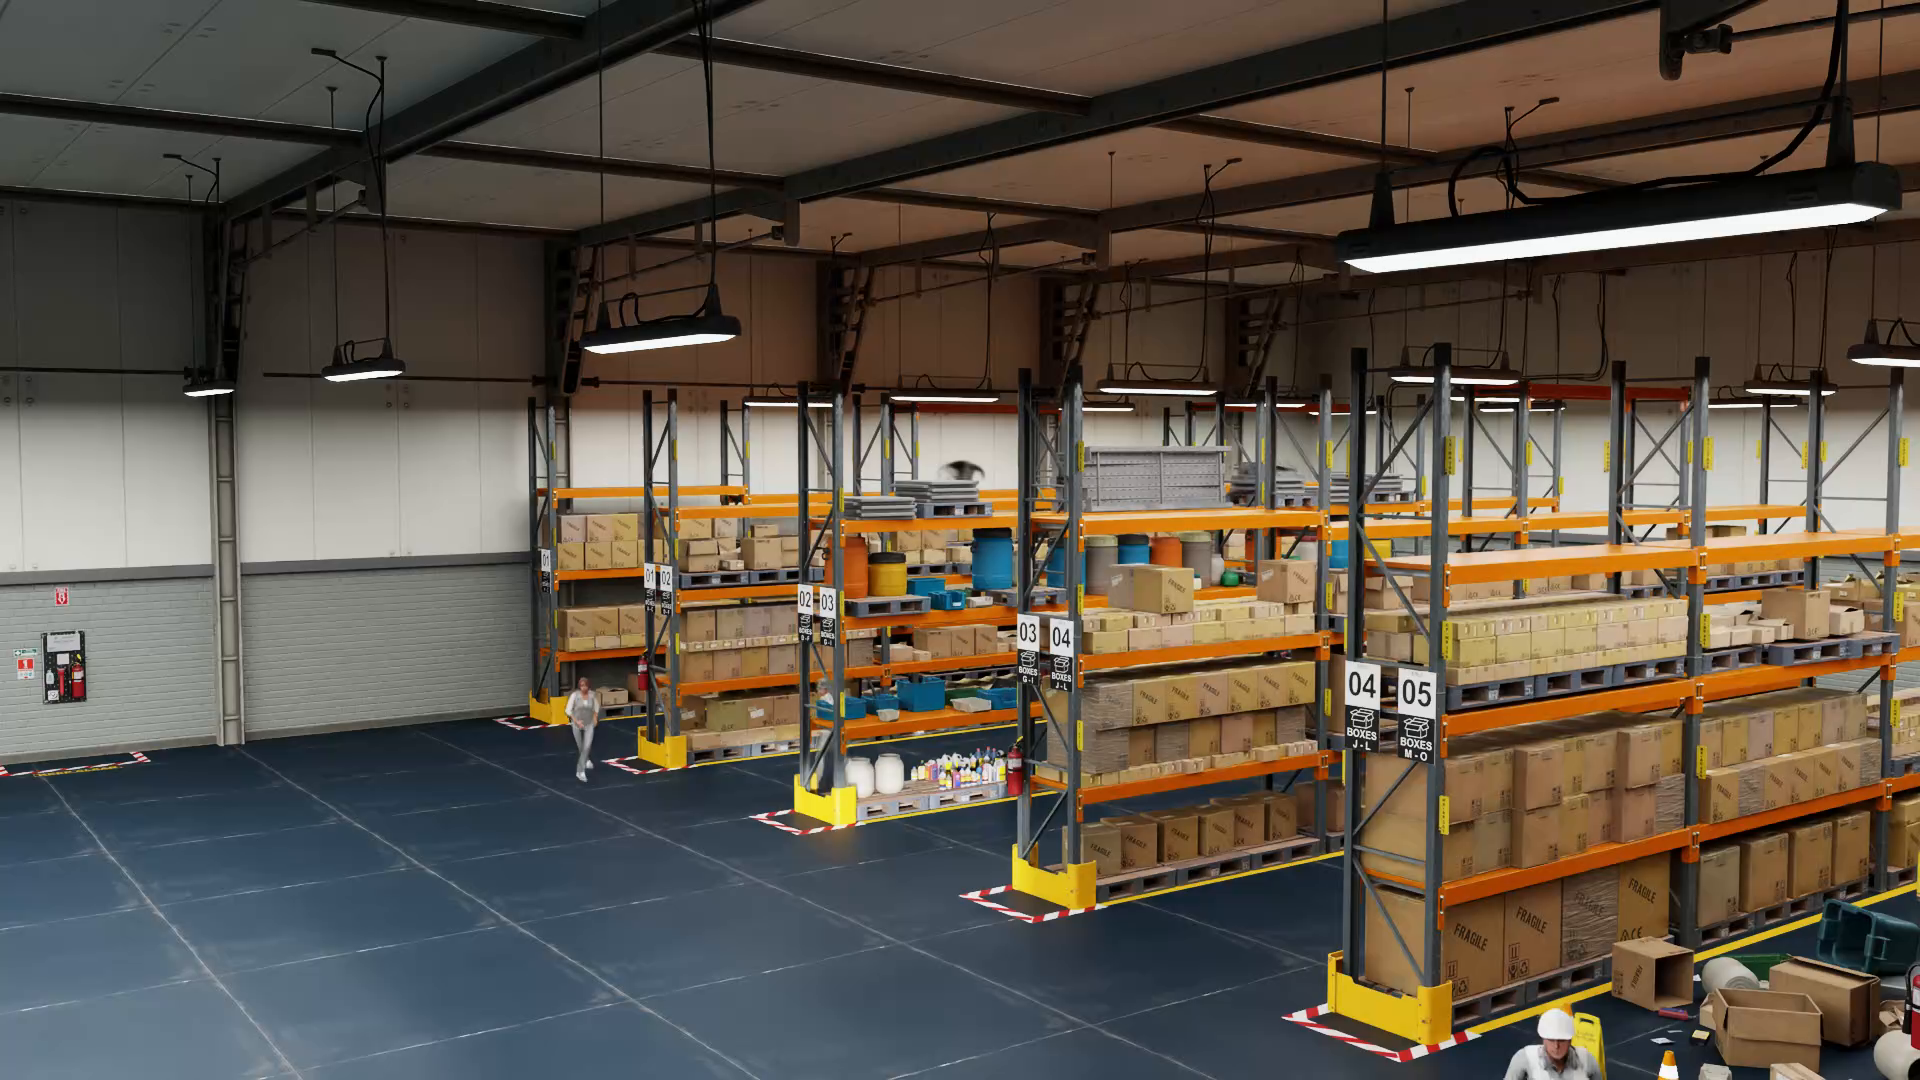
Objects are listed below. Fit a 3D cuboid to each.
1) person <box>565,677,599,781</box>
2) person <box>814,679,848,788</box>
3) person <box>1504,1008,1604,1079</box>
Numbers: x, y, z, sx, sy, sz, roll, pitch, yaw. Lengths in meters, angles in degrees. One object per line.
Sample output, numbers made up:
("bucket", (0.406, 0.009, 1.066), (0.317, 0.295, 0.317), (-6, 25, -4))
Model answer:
("person", (-5.816, 2.872, 25.620), (0.521, 1.579, 0.714), (-1, 4, -16))
("person", (-1.997, 2.877, 24.800), (0.753, 1.651, 0.687), (0, 3, -1))
("person", (3.738, 3.704, 10.496), (0.656, 1.682, 0.861), (0, 3, 3))
